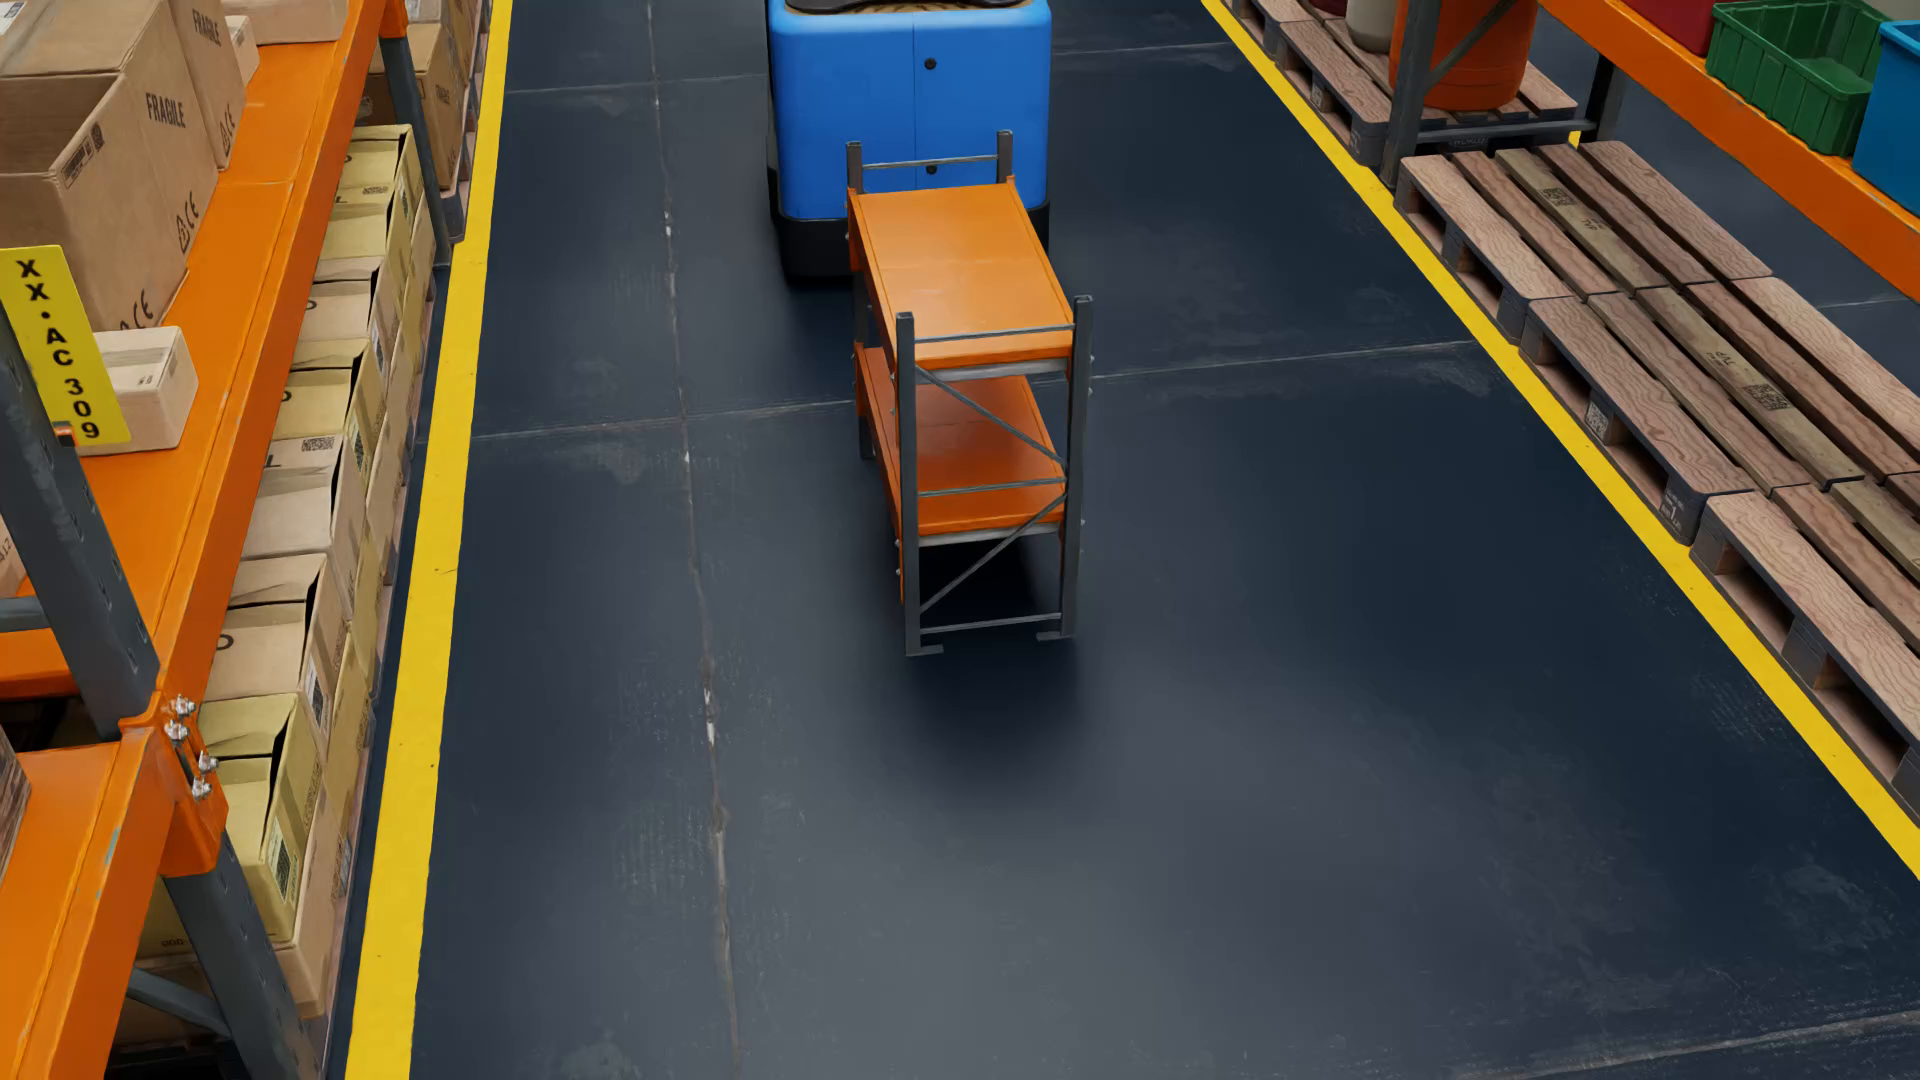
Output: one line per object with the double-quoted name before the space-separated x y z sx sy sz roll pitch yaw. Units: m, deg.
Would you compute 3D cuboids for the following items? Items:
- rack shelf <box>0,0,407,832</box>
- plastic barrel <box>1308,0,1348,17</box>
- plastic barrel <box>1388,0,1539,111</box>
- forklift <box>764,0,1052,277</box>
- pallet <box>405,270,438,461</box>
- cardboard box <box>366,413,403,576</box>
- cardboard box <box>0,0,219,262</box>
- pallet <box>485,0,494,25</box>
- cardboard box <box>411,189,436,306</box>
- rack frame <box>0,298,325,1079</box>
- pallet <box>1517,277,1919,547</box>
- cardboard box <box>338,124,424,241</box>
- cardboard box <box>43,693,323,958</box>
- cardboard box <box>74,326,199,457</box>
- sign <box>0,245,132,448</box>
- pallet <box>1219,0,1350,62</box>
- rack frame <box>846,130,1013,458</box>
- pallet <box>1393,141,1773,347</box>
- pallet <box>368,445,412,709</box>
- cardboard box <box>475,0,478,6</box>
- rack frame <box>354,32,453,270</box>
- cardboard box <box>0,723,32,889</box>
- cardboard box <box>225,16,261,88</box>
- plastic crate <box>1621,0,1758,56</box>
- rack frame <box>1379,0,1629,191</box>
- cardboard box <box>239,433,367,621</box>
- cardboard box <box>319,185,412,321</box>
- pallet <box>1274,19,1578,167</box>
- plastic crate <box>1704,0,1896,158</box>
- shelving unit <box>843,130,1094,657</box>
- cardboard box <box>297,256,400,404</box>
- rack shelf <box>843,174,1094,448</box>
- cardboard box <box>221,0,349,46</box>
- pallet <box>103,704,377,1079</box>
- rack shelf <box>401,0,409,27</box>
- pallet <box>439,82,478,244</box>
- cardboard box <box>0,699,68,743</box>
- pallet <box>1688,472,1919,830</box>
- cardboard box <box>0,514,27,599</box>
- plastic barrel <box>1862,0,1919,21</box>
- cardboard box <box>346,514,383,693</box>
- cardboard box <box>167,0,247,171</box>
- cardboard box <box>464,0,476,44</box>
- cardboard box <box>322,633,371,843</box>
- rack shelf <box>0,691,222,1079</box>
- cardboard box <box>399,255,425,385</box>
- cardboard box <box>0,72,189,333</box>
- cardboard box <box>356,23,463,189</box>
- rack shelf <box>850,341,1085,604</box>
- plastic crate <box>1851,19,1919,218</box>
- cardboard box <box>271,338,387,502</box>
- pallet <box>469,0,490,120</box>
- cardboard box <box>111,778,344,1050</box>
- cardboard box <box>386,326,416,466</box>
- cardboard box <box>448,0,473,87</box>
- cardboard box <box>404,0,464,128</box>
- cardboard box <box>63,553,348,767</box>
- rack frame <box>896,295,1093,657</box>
"rack shelf" -2.187 -0.763 4.373 1.077 0.370 4.000 -6 38 -8
"plastic barrel" 2.039 -2.975 8.257 0.600 0.588 0.708 -6 38 -8
"plastic barrel" 2.237 -2.388 7.305 0.600 0.830 0.708 -6 38 -8
"forklift" -0.317 -3.070 6.813 1.130 2.935 3.031 -4 38 -5
"pallet" -2.432 -0.652 5.918 1.003 0.211 1.213 -6 38 -8
"cardboard box" -1.934 -0.118 4.856 0.500 0.250 0.500 -6 38 -7
"cardboard box" -2.135 -0.965 3.965 0.500 0.500 0.500 -6 38 -8
"pallet" -3.059 -3.082 9.046 1.003 0.211 1.213 -6 38 -8
"cardboard box" -2.206 -1.043 6.047 0.500 0.250 0.500 -5 38 -7
"rack frame" -1.840 0.161 2.597 0.949 2.616 0.053 -6 38 -8
"pallet" 2.647 -0.477 5.692 1.003 0.211 1.213 -6 38 -8
"cardboard box" -2.204 -1.267 5.877 0.500 0.311 0.500 -5 38 -7
"cardboard box" -1.664 0.583 3.496 0.500 0.311 0.500 -6 38 -8
"cardboard box" -1.791 -0.297 3.392 0.380 0.149 0.250 -6 38 -8
"sign" -1.291 -0.273 2.386 0.100 0.325 0.005 -6 38 -8
"pallet" 1.950 -2.891 8.800 1.003 0.211 1.213 -6 38 -8
"rack frame" -0.090 -0.755 5.305 0.500 1.125 0.032 -6 38 -8
"pallet" 2.437 -1.212 6.638 1.003 0.211 1.213 -6 38 -8
"pallet" -2.222 0.083 4.971 1.003 0.211 1.213 -6 38 -8
"cardboard box" -2.705 -2.988 8.330 0.500 0.500 0.500 -6 38 -7
"rack frame" -2.538 -2.255 5.708 1.000 3.000 0.127 -6 38 -8
"cardboard box" -1.753 0.389 2.223 0.700 0.500 0.500 -7 38 -9
"cardboard box" -2.259 -1.392 4.801 0.380 0.149 0.250 -4 38 -5
"plastic crate" 2.321 -1.802 5.072 0.402 0.464 0.583 -6 38 -8
"rack frame" 2.339 -2.785 6.390 1.000 3.000 0.127 -6 38 -8
"cardboard box" -1.838 -0.032 4.288 0.500 0.311 0.500 -7 38 -9
"cardboard box" -2.106 -0.953 5.474 0.500 0.311 0.500 -7 38 -9
"pallet" 2.160 -2.156 7.853 1.003 0.211 1.213 -6 38 -8
"plastic crate" 2.457 -1.307 4.660 0.450 0.188 0.662 -6 38 -8
"shelving unit" -0.001 -0.448 4.910 0.538 1.125 1.048 -6 38 -8
"cardboard box" -2.020 -0.648 5.081 0.500 0.311 0.500 -6 38 -8
"rack shelf" -0.001 -0.679 4.731 0.538 0.278 1.000 -6 38 -8
"cardboard box" -2.108 -1.642 5.124 0.380 0.149 0.250 -6 38 -8
"pallet" -2.004 0.821 4.021 1.003 0.211 1.213 -6 38 -8
"rack shelf" -2.889 -3.179 7.483 1.077 0.370 4.000 -6 38 -8
"pallet" -2.632 -1.609 7.149 1.003 0.211 1.213 -6 38 -8
"cardboard box" -2.287 0.332 3.819 0.500 0.311 0.500 -5 38 -7
"pallet" 2.865 0.262 4.741 1.003 0.211 1.213 -6 38 -8
"cardboard box" -1.966 -0.072 3.020 0.500 0.250 0.500 -4 38 -5
"plastic barrel" 2.884 -1.729 4.920 0.433 0.535 0.433 0 38 0
"cardboard box" -1.845 0.189 4.460 0.500 0.250 0.500 -7 38 -9
"cardboard box" -2.228 -1.283 4.375 0.500 0.500 0.500 -8 39 -10
"cardboard box" -2.613 -2.681 7.935 0.500 0.500 0.500 -7 38 -9
"cardboard box" -1.752 0.502 4.058 0.500 0.250 0.500 -5 38 -7
"rack shelf" -1.486 1.653 1.263 1.077 0.370 4.000 -6 38 -8
"cardboard box" -2.112 -0.732 5.647 0.500 0.250 0.500 -7 38 -8
"cardboard box" -2.048 -0.662 3.576 0.500 0.500 0.500 -4 38 -5
"cardboard box" -2.336 -1.747 6.733 0.500 0.500 0.500 -5 38 -6
"rack shelf" -0.001 -0.255 5.060 0.538 0.278 1.000 -6 38 -8
"plastic crate" 2.541 -0.996 4.100 0.392 0.384 0.575 -6 38 -8
"cardboard box" -1.935 -0.345 4.691 0.500 0.311 0.500 -5 38 -7
"pallet" -2.842 -2.344 8.095 1.003 0.211 1.213 -6 38 -8
"cardboard box" -1.664 0.811 3.660 0.500 0.250 0.500 -7 38 -9
"cardboard box" -2.027 -0.428 5.255 0.500 0.250 0.500 -5 38 -7
"cardboard box" -2.517 -2.366 7.530 0.500 0.500 0.500 -7 38 -9
"cardboard box" -2.434 -2.063 7.139 0.500 0.500 0.500 -8 38 -10
"cardboard box" -1.747 0.280 3.886 0.500 0.311 0.500 -7 38 -8
"rack frame" 0.088 -0.141 4.515 0.500 1.125 0.032 -6 38 -8
